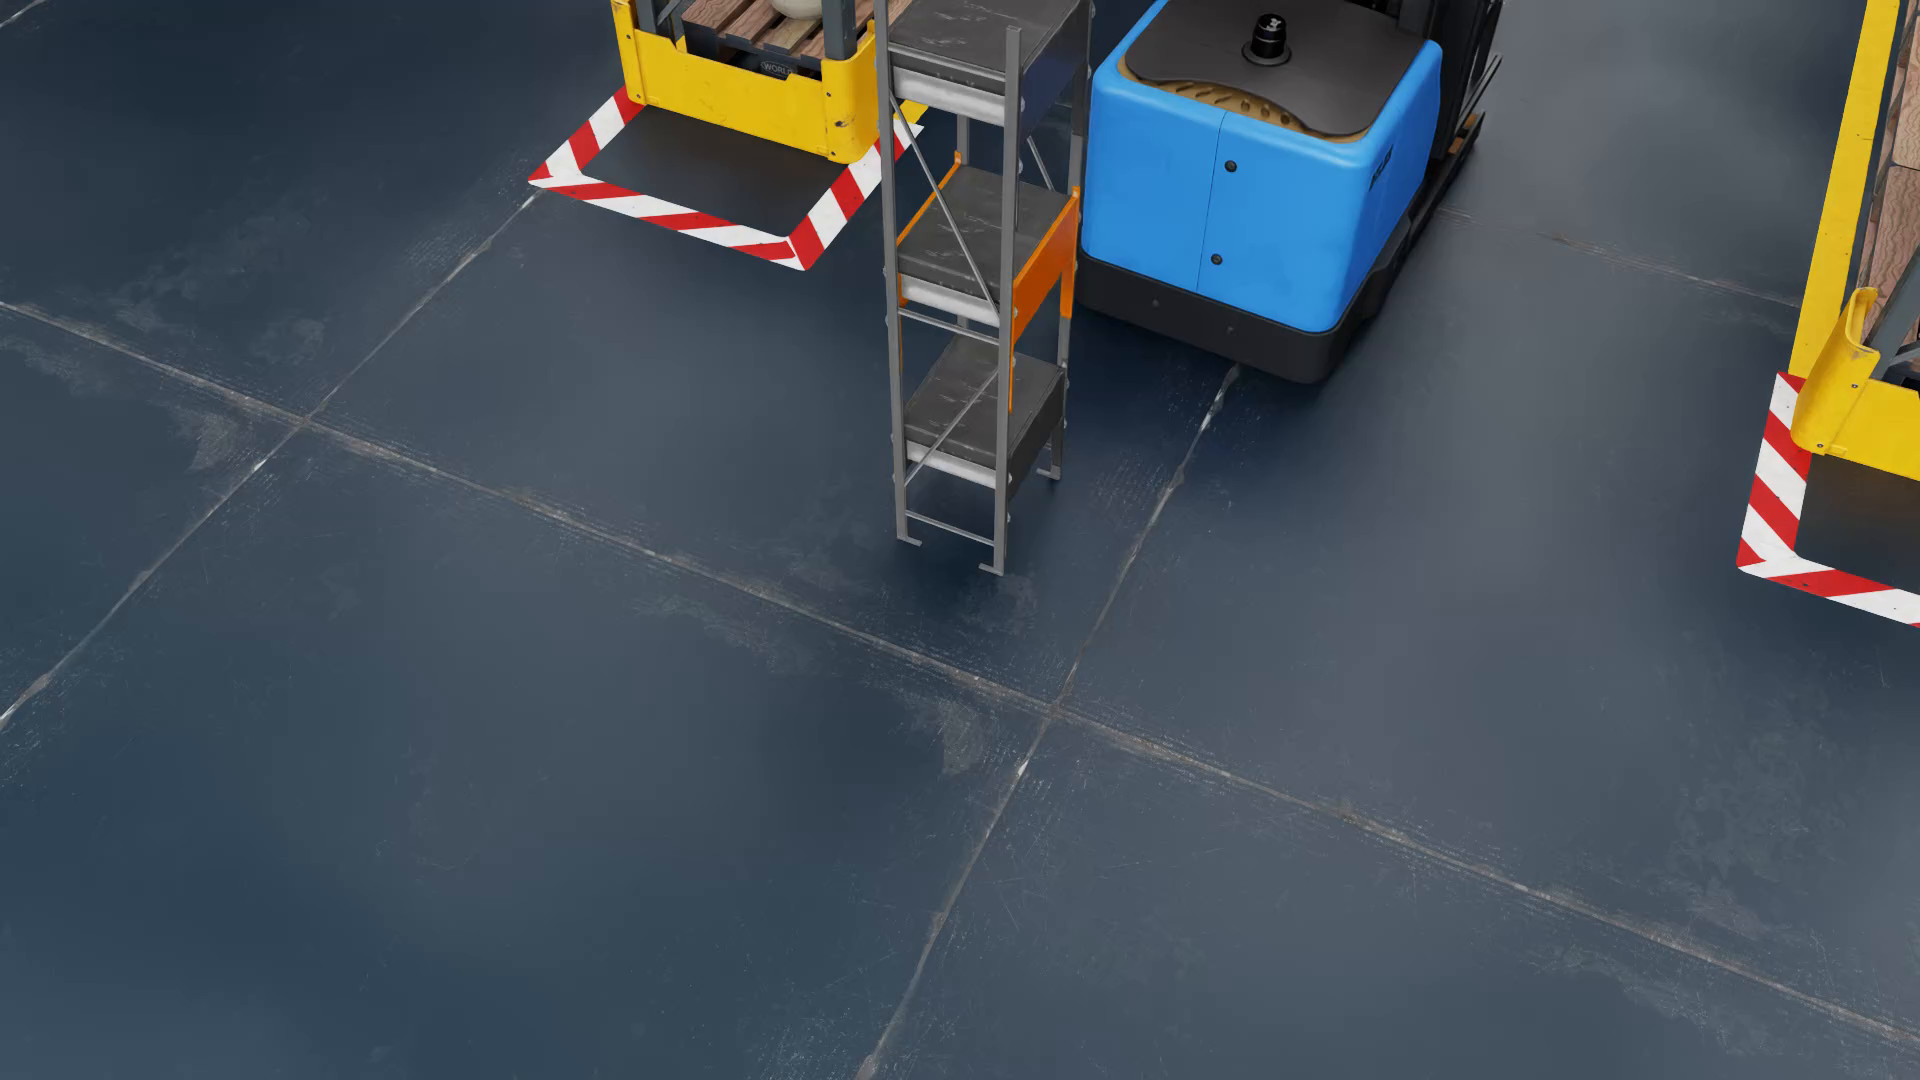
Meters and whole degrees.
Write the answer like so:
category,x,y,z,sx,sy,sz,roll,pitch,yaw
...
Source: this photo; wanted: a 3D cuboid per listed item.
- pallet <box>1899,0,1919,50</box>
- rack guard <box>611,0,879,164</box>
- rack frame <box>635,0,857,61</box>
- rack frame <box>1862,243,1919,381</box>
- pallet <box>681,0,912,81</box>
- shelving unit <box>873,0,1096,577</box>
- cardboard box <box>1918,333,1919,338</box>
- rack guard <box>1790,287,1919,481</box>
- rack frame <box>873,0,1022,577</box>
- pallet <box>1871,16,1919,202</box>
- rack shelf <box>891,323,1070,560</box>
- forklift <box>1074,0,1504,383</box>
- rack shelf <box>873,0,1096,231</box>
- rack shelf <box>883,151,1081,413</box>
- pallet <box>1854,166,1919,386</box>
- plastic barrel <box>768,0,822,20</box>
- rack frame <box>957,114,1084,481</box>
category,x,y,z,sx,sy,sz,roll,pitch,yaw
pallet,5.034,-2.571,7.799,1.003,0.211,1.213,20,52,16
rack guard,-0.909,-2.064,7.178,1.175,0.500,0.348,20,52,16
rack frame,-0.899,-2.806,6.168,1.000,3.000,0.127,20,52,16
rack frame,3.580,-1.195,4.797,1.000,3.000,0.127,20,52,16
pallet,-0.557,-2.528,7.762,1.003,0.211,1.213,20,52,16
shelving unit,0.071,-0.794,5.047,0.431,2.100,0.503,20,52,16
cardboard box,3.862,-0.945,5.950,0.500,0.500,0.500,29,55,22
rack guard,3.612,-0.437,5.793,1.175,0.500,0.348,20,52,16
rack frame,-0.034,-0.626,4.904,0.400,2.100,0.015,20,52,16
pallet,4.514,-1.728,7.082,1.003,0.211,1.213,20,52,16
rack shelf,0.071,-0.332,5.591,0.431,0.518,0.480,20,52,16
forklift,1.594,-2.655,6.085,1.130,2.935,3.031,23,53,18
rack shelf,0.071,-1.239,4.525,0.431,0.518,0.480,20,52,16
rack shelf,0.071,-0.786,5.058,0.431,0.518,0.480,20,52,16
pallet,3.991,-0.891,6.370,1.003,0.211,1.213,20,52,16
plastic barrel,-0.686,-2.614,7.363,0.421,0.512,0.421,0,50,0
rack frame,0.175,-0.962,5.190,0.400,2.100,0.015,20,52,16
